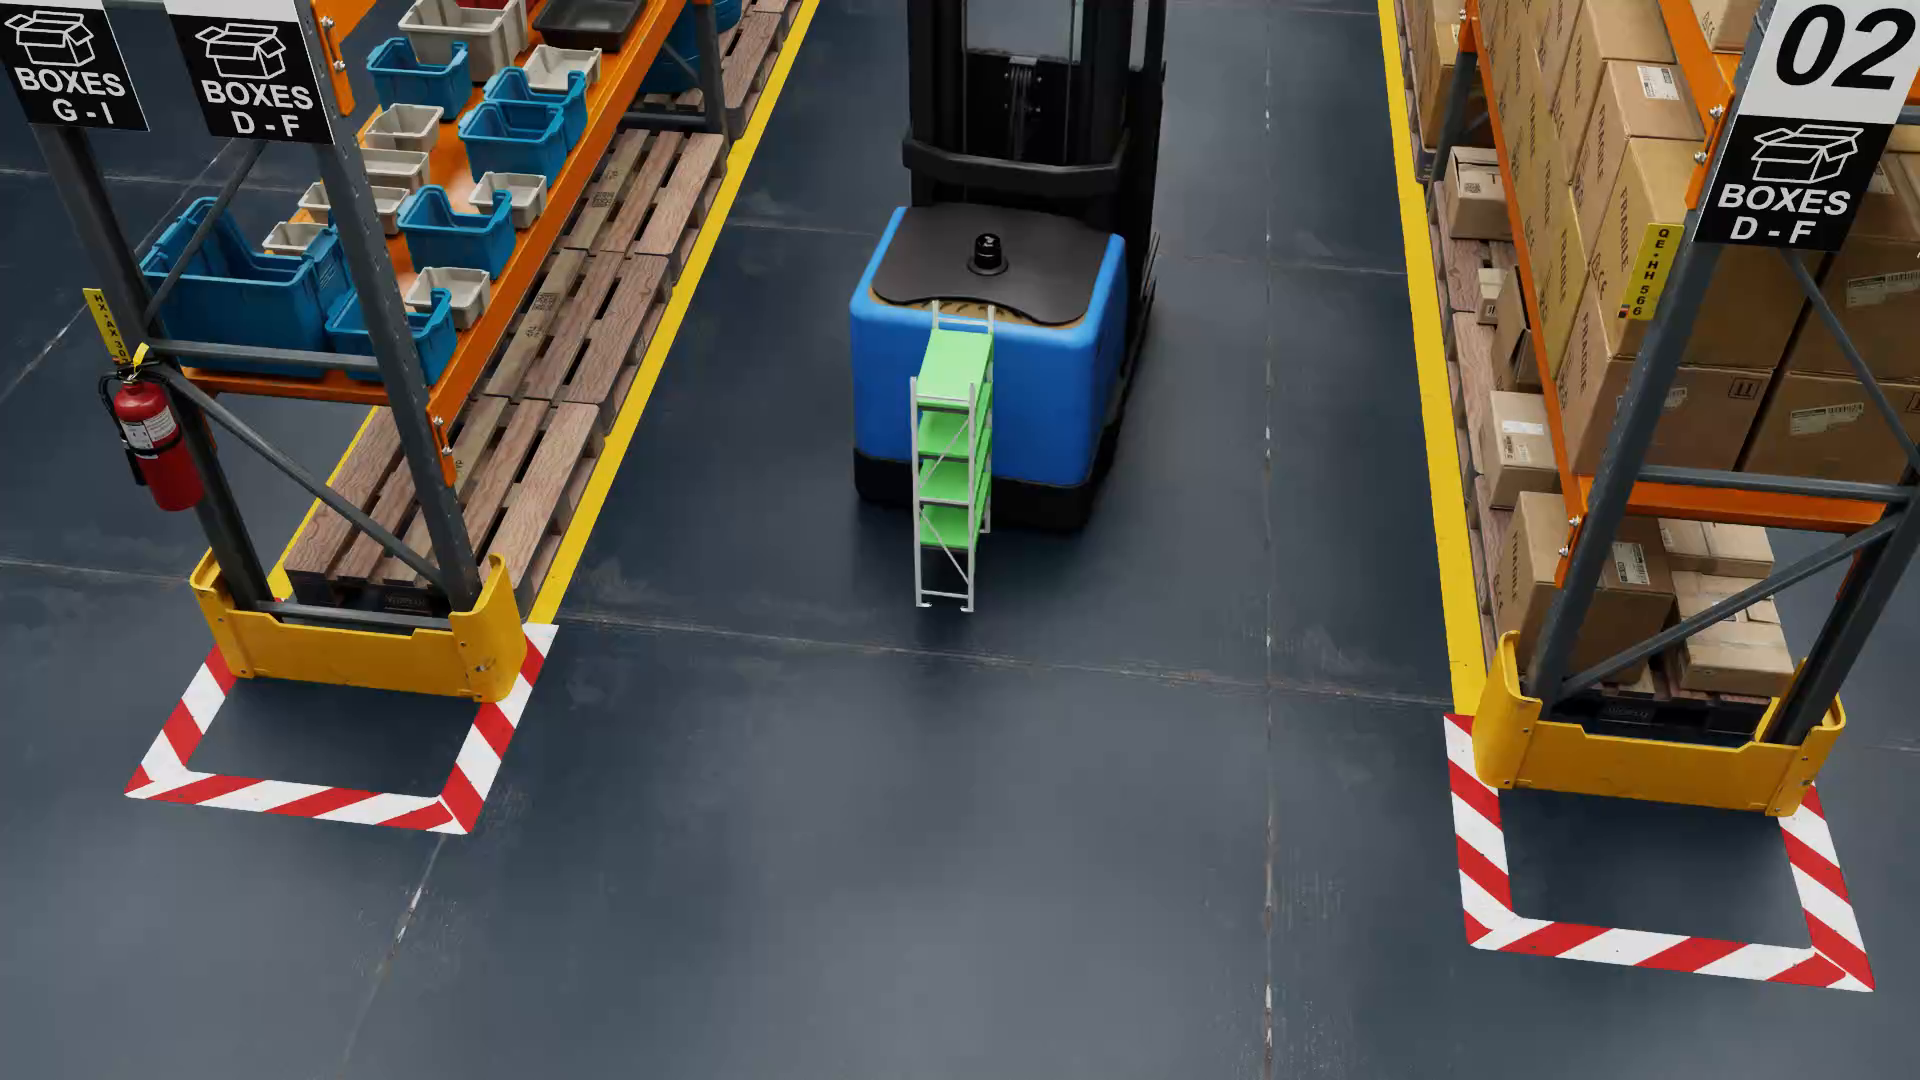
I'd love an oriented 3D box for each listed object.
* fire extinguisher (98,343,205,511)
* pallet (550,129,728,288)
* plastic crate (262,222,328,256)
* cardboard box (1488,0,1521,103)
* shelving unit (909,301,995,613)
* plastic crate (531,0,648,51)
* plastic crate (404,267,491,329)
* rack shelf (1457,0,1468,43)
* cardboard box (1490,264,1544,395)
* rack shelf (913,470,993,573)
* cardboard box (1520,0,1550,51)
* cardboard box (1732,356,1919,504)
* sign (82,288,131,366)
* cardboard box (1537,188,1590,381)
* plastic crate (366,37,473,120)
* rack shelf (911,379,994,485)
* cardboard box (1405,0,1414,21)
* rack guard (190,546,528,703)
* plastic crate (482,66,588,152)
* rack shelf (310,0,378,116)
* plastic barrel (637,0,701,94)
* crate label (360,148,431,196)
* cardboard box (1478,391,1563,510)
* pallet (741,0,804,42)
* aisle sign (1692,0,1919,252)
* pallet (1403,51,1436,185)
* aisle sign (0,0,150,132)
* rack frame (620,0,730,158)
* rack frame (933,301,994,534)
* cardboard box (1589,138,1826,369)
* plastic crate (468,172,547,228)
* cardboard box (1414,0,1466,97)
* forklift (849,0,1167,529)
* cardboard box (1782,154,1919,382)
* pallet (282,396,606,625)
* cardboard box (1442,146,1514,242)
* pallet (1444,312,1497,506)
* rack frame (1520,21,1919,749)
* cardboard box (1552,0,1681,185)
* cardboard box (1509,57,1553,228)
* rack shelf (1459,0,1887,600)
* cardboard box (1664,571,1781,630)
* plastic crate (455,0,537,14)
[{"bbox_3d":[-2.834,-0.402,5.820,0.296,0.674,0.183,5,44,6],"label":"fire extinguisher"},{"bbox_3d":[-1.894,-1.836,9.035,1.003,0.211,1.213,5,44,6],"label":"pallet"},{"bbox_3d":[-2.436,-1.125,6.405,0.396,0.136,0.243,5,44,6],"label":"plastic crate"},{"bbox_3d":[2.672,-2.265,7.387,0.500,0.500,0.500,6,44,6],"label":"cardboard box"},{"bbox_3d":[-0.025,-0.316,6.711,0.258,1.200,0.503,6,44,7],"label":"shelving unit"},{"bbox_3d":[-1.717,-2.488,7.852,0.437,0.125,0.590,5,44,6],"label":"plastic crate"},{"bbox_3d":[-1.880,-0.902,6.169,0.250,0.136,0.298,5,44,6],"label":"plastic crate"},{"bbox_3d":[3.339,-4.002,9.818,1.077,0.370,4.000,5,44,6],"label":"rack shelf"},{"bbox_3d":[2.831,-0.873,7.486,0.797,0.503,0.637,5,44,6],"label":"cardboard box"},{"bbox_3d":[-0.025,-0.095,6.920,0.258,0.148,0.480,6,44,7],"label":"rack shelf"},{"bbox_3d":[2.597,-2.302,6.700,0.500,0.500,0.500,4,44,4],"label":"cardboard box"},{"bbox_3d":[2.865,-0.489,5.512,0.500,0.500,0.500,6,44,6],"label":"cardboard box"},{"bbox_3d":[-2.911,-0.725,5.715,0.100,0.325,0.005,5,44,6],"label":"sign"},{"bbox_3d":[2.400,-0.894,5.940,0.500,0.500,0.500,6,44,6],"label":"cardboard box"},{"bbox_3d":[-2.347,-2.011,7.270,0.416,0.233,0.300,5,44,6],"label":"plastic crate"},{"bbox_3d":[-0.025,-0.444,6.590,0.258,0.148,0.480,6,44,7],"label":"rack shelf"},{"bbox_3d":[3.061,-3.539,10.304,0.500,0.500,0.500,4,44,4],"label":"cardboard box"},{"bbox_3d":[-2.354,0.298,6.571,1.175,0.500,0.348,5,44,6],"label":"rack guard"},{"bbox_3d":[-1.791,-1.828,7.077,0.416,0.233,0.300,5,44,6],"label":"plastic crate"},{"bbox_3d":[-2.100,-2.818,6.386,1.077,0.370,4.000,5,44,6],"label":"rack shelf"},{"bbox_3d":[-1.746,-3.113,9.576,0.600,0.901,0.708,5,44,6],"label":"plastic barrel"},{"bbox_3d":[-2.370,-1.513,6.815,0.396,0.136,0.243,5,44,6],"label":"crate label"},{"bbox_3d":[2.529,-0.373,7.142,0.500,0.250,0.500,5,44,6],"label":"cardboard box"},{"bbox_3d":[-1.533,-3.696,11.000,1.003,0.211,1.213,5,44,6],"label":"pallet"},{"bbox_3d":[2.233,-1.099,4.339,0.394,0.787,0.004,5,44,6],"label":"aisle sign"},{"bbox_3d":[3.144,-2.445,9.679,1.003,0.211,1.213,5,44,6],"label":"pallet"},{"bbox_3d":[-2.664,-1.548,4.813,0.394,0.787,0.004,5,44,6],"label":"aisle sign"},{"bbox_3d":[-1.835,-3.353,8.609,1.000,3.000,0.127,5,44,6],"label":"rack frame"},{"bbox_3d":[0.013,-0.482,6.886,0.240,1.200,0.015,6,44,7],"label":"rack frame"},{"bbox_3d":[2.332,-0.902,5.221,0.500,0.500,0.500,5,44,5],"label":"cardboard box"},{"bbox_3d":[-1.791,-1.365,6.658,0.250,0.136,0.298,5,44,6],"label":"plastic crate"},{"bbox_3d":[2.929,-2.851,9.577,0.500,0.500,0.500,5,44,6],"label":"cardboard box"},{"bbox_3d":[0.374,-2.139,7.377,1.130,2.935,3.031,9,44,10],"label":"forklift"},{"bbox_3d":[2.865,-0.852,5.168,0.500,0.500,0.500,6,44,7],"label":"cardboard box"},{"bbox_3d":[-2.216,-0.173,7.279,1.003,0.211,1.213,5,44,6],"label":"pallet"},{"bbox_3d":[2.804,-1.817,8.623,0.500,0.311,0.500,5,44,6],"label":"cardboard box"},{"bbox_3d":[2.824,-0.586,7.715,1.003,0.211,1.213,5,44,6],"label":"pallet"},{"bbox_3d":[2.545,-0.174,5.252,1.000,3.000,0.127,5,44,6],"label":"rack frame"},{"bbox_3d":[2.462,-1.600,5.958,0.500,0.500,0.500,6,44,7],"label":"cardboard box"},{"bbox_3d":[2.538,-1.577,6.661,0.500,0.500,0.500,5,44,5],"label":"cardboard box"},{"bbox_3d":[2.810,-1.276,6.939,1.077,0.370,4.000,5,44,6],"label":"rack shelf"},{"bbox_3d":[2.975,0.270,6.523,0.380,0.166,0.250,5,44,6],"label":"cardboard box"},{"bbox_3d":[-2.202,-2.812,7.948,0.402,0.464,0.583,5,44,6],"label":"plastic crate"}]
